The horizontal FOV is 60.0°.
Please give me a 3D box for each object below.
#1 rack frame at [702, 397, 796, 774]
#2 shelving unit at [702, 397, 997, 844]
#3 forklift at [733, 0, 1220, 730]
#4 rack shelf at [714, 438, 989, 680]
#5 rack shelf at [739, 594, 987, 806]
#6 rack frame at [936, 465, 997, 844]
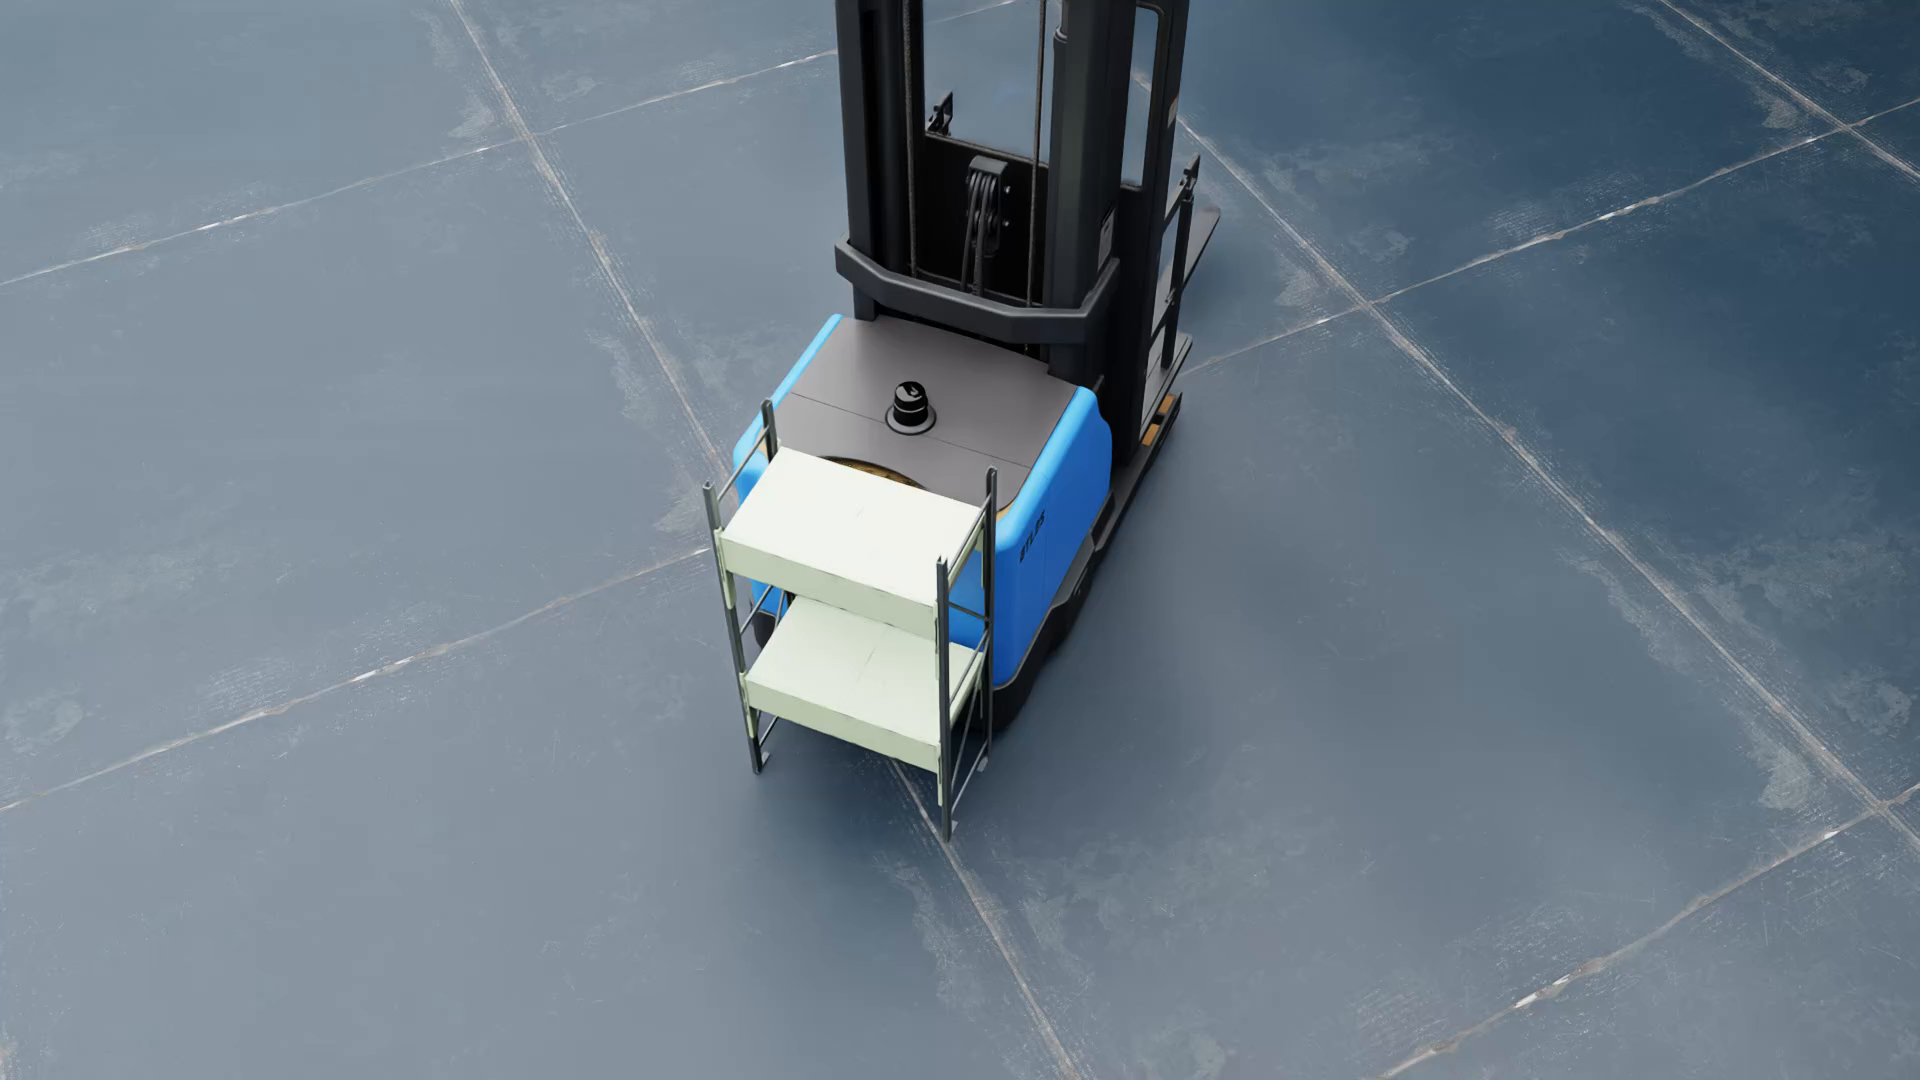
[{"bbox_3d":[-0.651,0.200,5.468,0.023,1.500,0.400,18,52,15],"label":"rack frame"},{"bbox_3d":[-0.314,0.307,5.374,0.755,1.500,0.431,18,52,15],"label":"shelving unit"},{"bbox_3d":[0.286,-1.414,5.932,1.130,2.935,3.031,18,51,15],"label":"forklift"},{"bbox_3d":[-0.315,0.053,5.078,0.720,0.370,0.431,18,52,15],"label":"rack shelf"},{"bbox_3d":[-0.313,0.520,5.622,0.720,0.370,0.431,18,52,15],"label":"rack shelf"},{"bbox_3d":[0.023,0.414,5.281,0.023,1.500,0.400,18,52,15],"label":"rack frame"}]
